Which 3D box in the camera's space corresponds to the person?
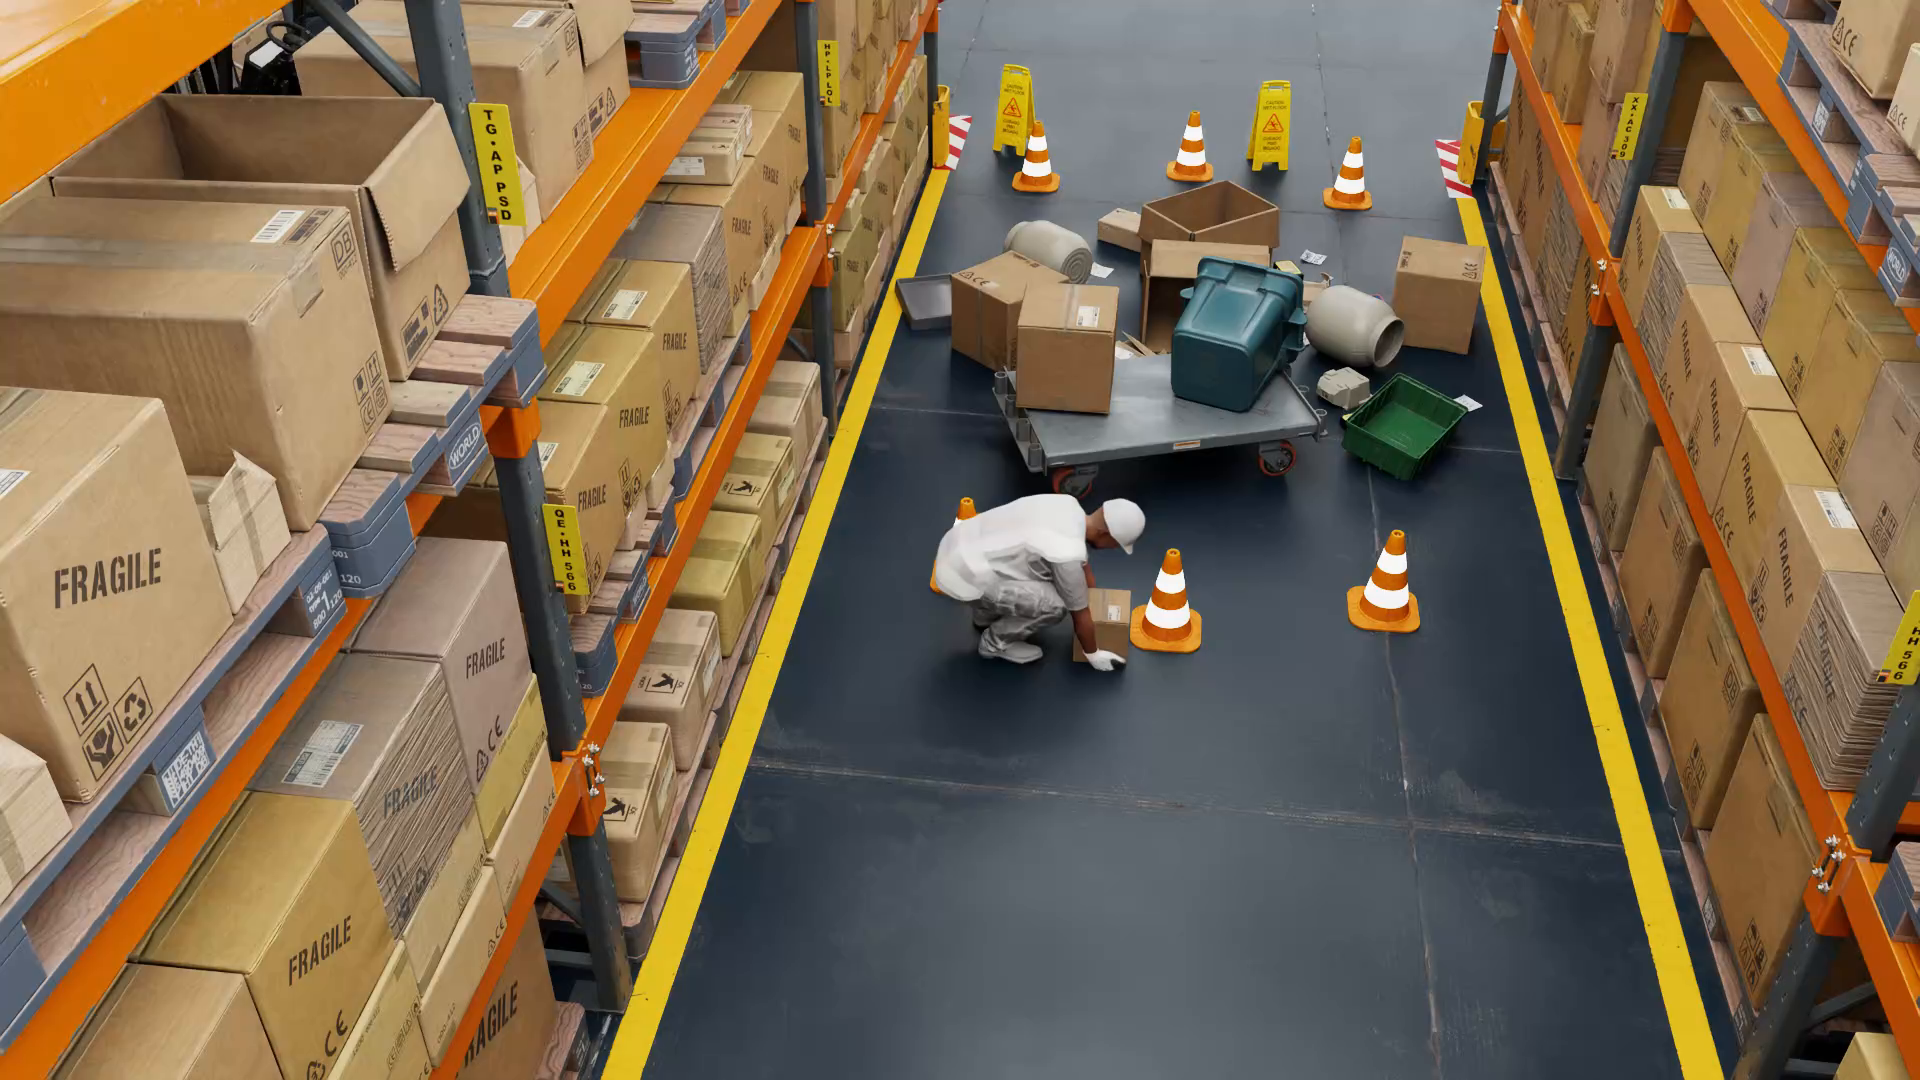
[{"bbox_3d":[0.360,0.180,7.700,0.948,0.876,0.558,3,36,4],"label":"person"}]
